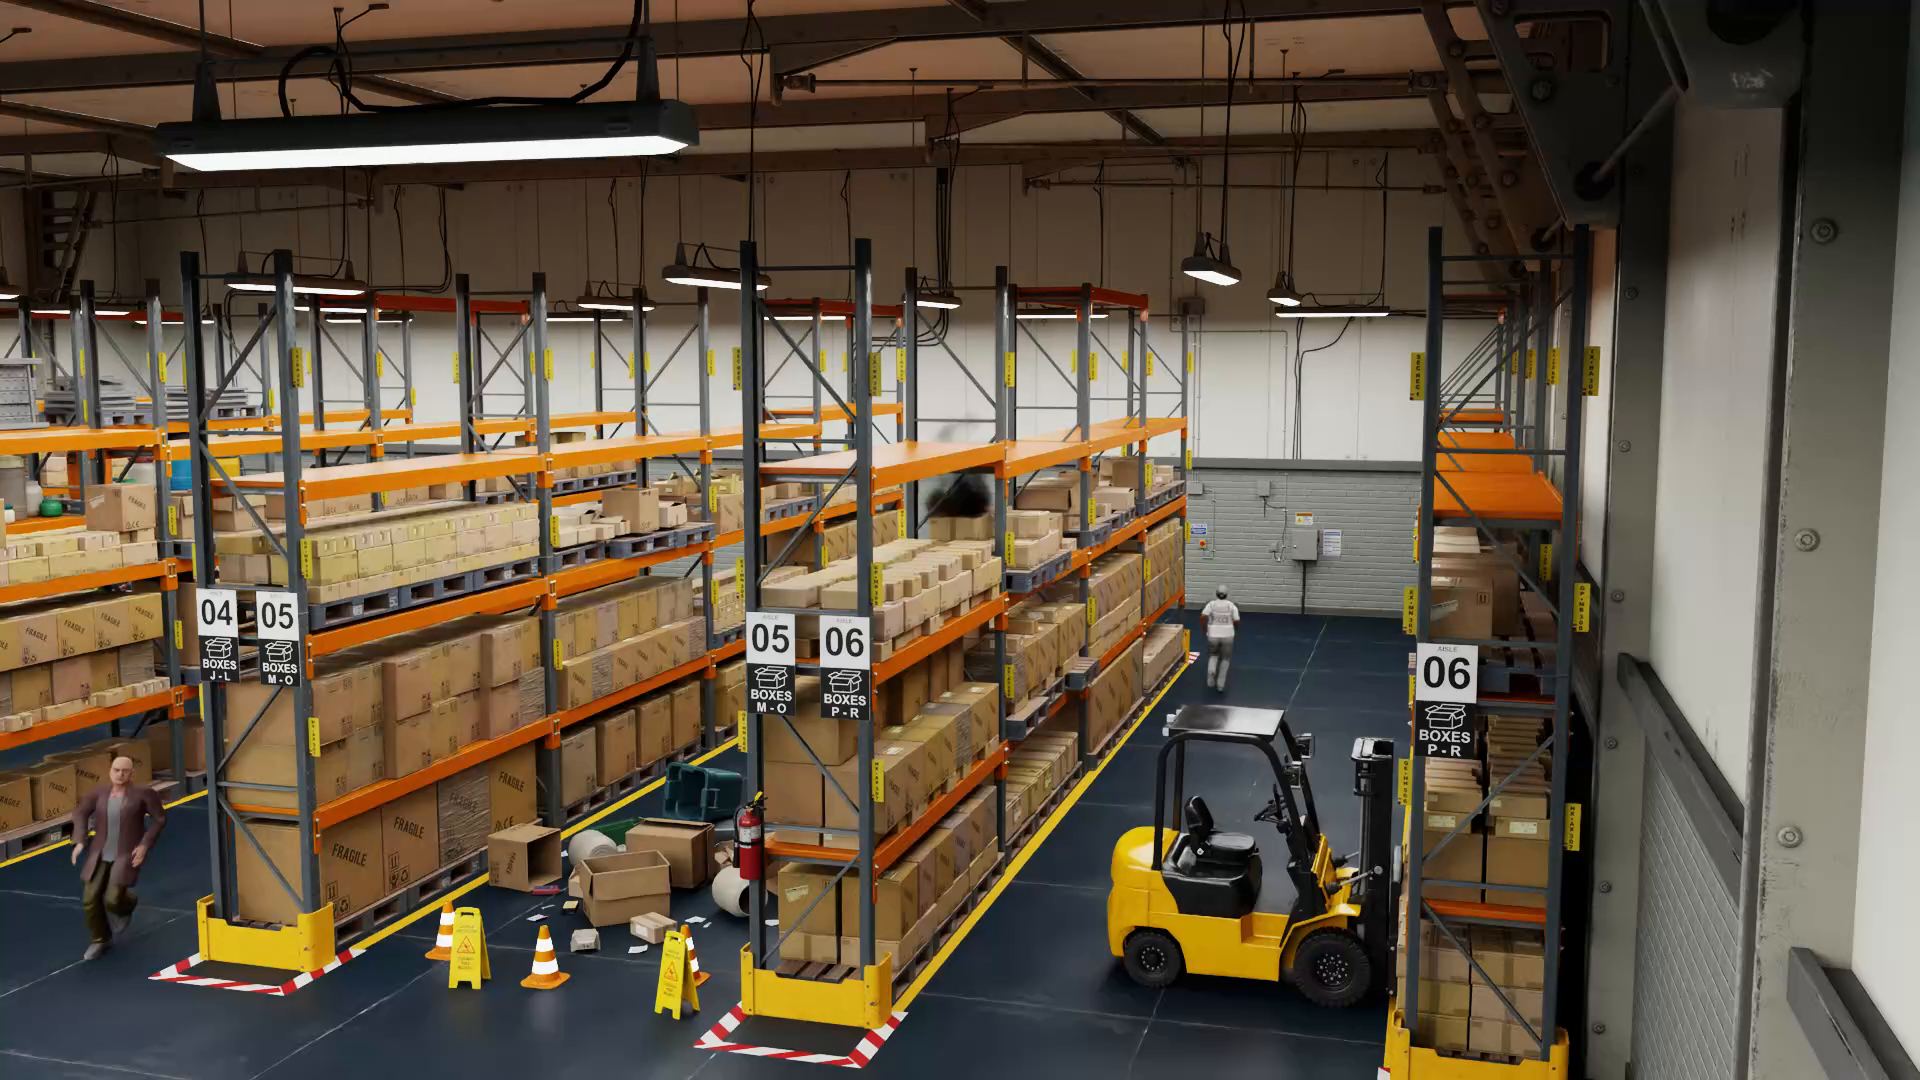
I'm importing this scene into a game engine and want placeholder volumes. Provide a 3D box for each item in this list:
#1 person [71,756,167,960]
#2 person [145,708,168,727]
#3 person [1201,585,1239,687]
[{"bbox_3d":[-7.287,2.727,14.430,0.759,1.736,0.612,0,6,-4],"label":"person"},{"bbox_3d":[-11.198,1.858,22.941,0.635,1.481,0.399,1,6,10],"label":"person"},{"bbox_3d":[4.011,1.456,25.574,0.565,1.558,0.544,2,7,16],"label":"person"}]
